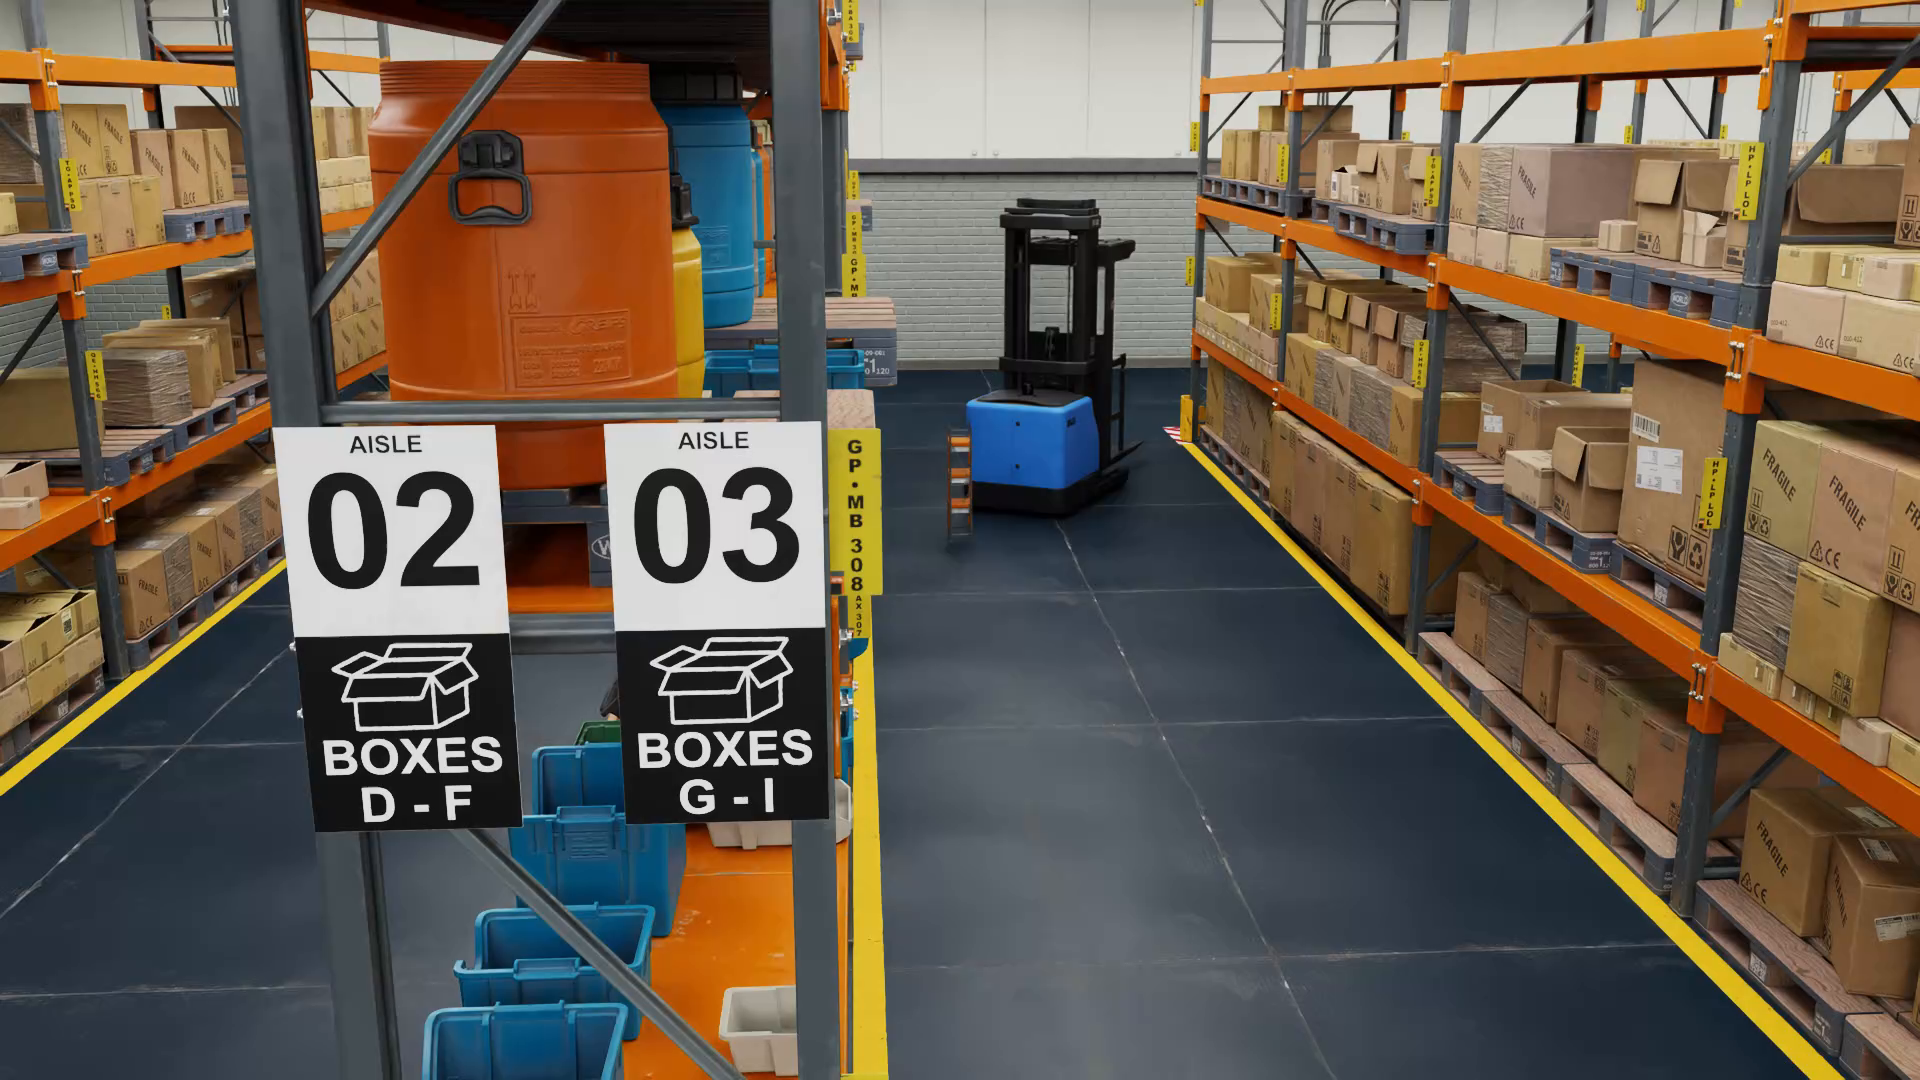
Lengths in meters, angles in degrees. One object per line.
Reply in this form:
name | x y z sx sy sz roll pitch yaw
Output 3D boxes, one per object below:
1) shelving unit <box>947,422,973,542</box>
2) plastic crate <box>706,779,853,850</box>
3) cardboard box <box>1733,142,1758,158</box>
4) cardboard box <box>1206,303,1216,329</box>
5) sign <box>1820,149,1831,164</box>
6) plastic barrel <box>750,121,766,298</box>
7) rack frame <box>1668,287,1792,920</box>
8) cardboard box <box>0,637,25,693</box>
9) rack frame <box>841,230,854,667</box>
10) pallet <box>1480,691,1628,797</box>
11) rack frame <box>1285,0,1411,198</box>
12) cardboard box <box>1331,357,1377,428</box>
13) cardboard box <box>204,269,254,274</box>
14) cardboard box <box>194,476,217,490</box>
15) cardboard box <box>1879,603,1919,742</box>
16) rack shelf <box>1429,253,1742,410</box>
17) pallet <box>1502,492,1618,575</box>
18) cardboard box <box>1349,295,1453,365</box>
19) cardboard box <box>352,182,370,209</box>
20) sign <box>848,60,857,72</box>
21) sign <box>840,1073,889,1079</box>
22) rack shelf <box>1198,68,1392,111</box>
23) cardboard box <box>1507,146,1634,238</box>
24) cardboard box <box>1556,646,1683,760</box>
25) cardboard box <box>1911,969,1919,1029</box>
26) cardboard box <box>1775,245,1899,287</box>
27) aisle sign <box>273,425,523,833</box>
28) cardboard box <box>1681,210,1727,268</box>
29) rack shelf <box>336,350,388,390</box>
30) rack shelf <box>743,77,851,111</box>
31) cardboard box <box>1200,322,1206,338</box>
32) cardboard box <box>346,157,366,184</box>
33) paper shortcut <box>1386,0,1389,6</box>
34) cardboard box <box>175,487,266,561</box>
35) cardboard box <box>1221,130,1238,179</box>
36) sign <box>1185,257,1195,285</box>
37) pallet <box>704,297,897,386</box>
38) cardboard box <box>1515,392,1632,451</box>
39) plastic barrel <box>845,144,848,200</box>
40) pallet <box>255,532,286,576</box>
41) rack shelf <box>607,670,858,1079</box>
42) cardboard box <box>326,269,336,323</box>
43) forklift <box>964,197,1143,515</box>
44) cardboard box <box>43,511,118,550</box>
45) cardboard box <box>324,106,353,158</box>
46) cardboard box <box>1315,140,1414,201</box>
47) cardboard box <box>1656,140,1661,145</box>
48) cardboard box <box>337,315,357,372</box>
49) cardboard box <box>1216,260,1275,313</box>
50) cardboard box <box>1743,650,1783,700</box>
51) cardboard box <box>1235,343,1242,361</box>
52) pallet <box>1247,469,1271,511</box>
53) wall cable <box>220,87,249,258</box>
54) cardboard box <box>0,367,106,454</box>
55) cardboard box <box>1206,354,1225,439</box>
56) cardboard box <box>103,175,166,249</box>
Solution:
shelving unit | -0.003 -0.522 14.947 0.215 1.050 0.252 -1 14 -3
plastic crate | -0.643 0.946 5.860 0.530 0.136 0.437 -1 14 -3
cardboard box | 8.010 -3.909 16.679 0.380 0.149 0.250 -1 14 -4
cardboard box | 3.003 -2.461 18.277 0.500 0.250 0.500 -1 14 -4
sign | 7.867 -3.392 15.133 0.100 0.325 0.005 -1 14 -3
plastic barrel | -1.326 -1.726 8.688 0.600 0.901 0.708 -1 14 -3
rack frame | 3.947 0.342 7.679 1.000 3.000 0.127 -1 14 -3
cardboard box | -5.843 0.737 9.693 0.500 0.311 0.500 -1 14 -4
rack frame | -1.244 -0.577 11.248 1.000 3.000 0.127 -1 14 -3
pallet | 3.819 1.194 9.961 1.003 0.211 1.213 -1 14 -3
rack frame | 3.451 -4.553 14.664 1.000 3.000 0.127 -1 14 -3
cardboard box | 3.330 -1.200 13.471 0.500 0.500 0.500 -1 14 -2
cardboard box | -6.760 -2.278 15.652 0.500 0.500 0.500 -1 14 -5
cardboard box | -6.605 -0.242 14.080 0.500 0.500 0.500 -1 14 -3
cardboard box | 4.040 0.510 6.228 0.875 0.500 0.500 -1 14 -3
rack shelf | 3.823 -1.260 9.328 1.077 0.370 4.000 -1 14 -3
pallet | 3.863 -0.069 9.658 1.003 0.211 1.213 -1 14 -3
cardboard box | 3.584 -1.698 13.393 0.797 0.503 0.637 0 14 -2
cardboard box | -6.325 -3.498 16.885 0.500 0.250 0.500 -1 14 -3
sign | -1.192 -5.328 18.322 0.100 0.325 0.005 -1 14 -3
sign | -0.199 1.271 3.509 0.100 0.325 0.005 -1 14 -3
rack shelf | 3.327 -4.509 16.737 1.077 0.370 4.000 -1 14 -3
cardboard box | 3.537 -2.024 9.651 0.500 0.500 0.500 -1 14 -5
cardboard box | 3.885 0.928 9.533 0.700 0.500 0.500 -2 15 -8
cardboard box | 4.092 1.744 6.400 0.500 0.500 0.500 -2 15 -8
cardboard box | 3.660 -1.146 6.941 0.380 0.149 0.250 -1 14 -5
aisle sign | -1.041 0.176 3.104 0.394 0.787 0.004 -1 14 -3
cardboard box | 3.789 -1.482 8.172 0.396 0.266 0.258 0 14 -1
rack shelf | -6.560 -1.645 16.844 1.077 0.370 4.000 -1 14 -3
rack shelf | -1.616 -4.432 16.439 1.077 0.370 4.000 -1 14 -3
cardboard box | 2.913 -2.364 18.698 0.380 0.149 0.250 -1 14 -4
cardboard box | -6.339 -3.740 16.822 0.500 0.250 0.500 -1 14 -3
paper shortcut | 3.093 -3.946 12.025 0.009 0.170 0.078 9 -17 -6
cardboard box | -6.067 -0.132 13.655 0.500 0.500 0.500 -1 14 -3
cardboard box | 3.204 -4.125 17.776 0.700 0.500 0.500 -1 14 -5
sign | 2.649 -3.093 19.133 0.100 0.325 0.005 -1 14 -3
pallet | -0.854 -0.765 6.340 1.213 0.211 1.003 -1 14 -3
cardboard box | 3.907 -0.634 10.427 0.700 0.500 0.500 1 14 5
plastic barrel | -1.233 -3.095 13.795 0.600 0.588 0.600 0 14 0
pallet | -6.348 0.056 14.384 1.003 0.211 1.213 -1 14 -3
rack shelf | -0.873 1.264 5.538 1.077 0.370 4.000 -1 14 -3
cardboard box | -6.217 -2.278 15.655 0.500 0.500 0.500 -1 14 -5
forklift | 1.100 -1.984 16.855 1.130 2.935 3.031 6 16 23
cardboard box | -6.488 -0.110 12.062 0.500 0.250 0.500 0 14 -1
cardboard box | -6.552 -4.100 16.715 0.700 0.500 0.500 -1 14 -3
cardboard box | 3.497 -3.208 14.413 0.700 0.500 0.500 -1 14 -2
cardboard box | 7.951 -4.362 18.437 0.380 0.149 0.250 0 14 -1
cardboard box | -6.260 -1.927 16.296 0.500 0.500 0.500 -1 14 -4
cardboard box | 3.033 -2.701 17.702 0.500 0.500 0.500 -1 14 -5
cardboard box | 3.663 0.584 7.242 0.380 0.149 0.250 -1 14 -3
cardboard box | 3.025 -1.917 16.960 0.380 0.149 0.250 -1 14 -4
pallet | 3.482 -0.488 16.499 1.003 0.211 1.213 -1 14 -3
wall cable | -11.622 -5.227 23.514 3.097 2.526 0.112 -1 14 -3
cardboard box | -6.340 -0.908 11.492 0.700 0.500 0.500 -6 16 -22
cardboard box | 3.323 -1.659 18.877 0.875 0.875 0.875 -1 14 -3
cardboard box | -6.313 -2.366 11.983 0.910 0.500 0.500 -1 14 -3
